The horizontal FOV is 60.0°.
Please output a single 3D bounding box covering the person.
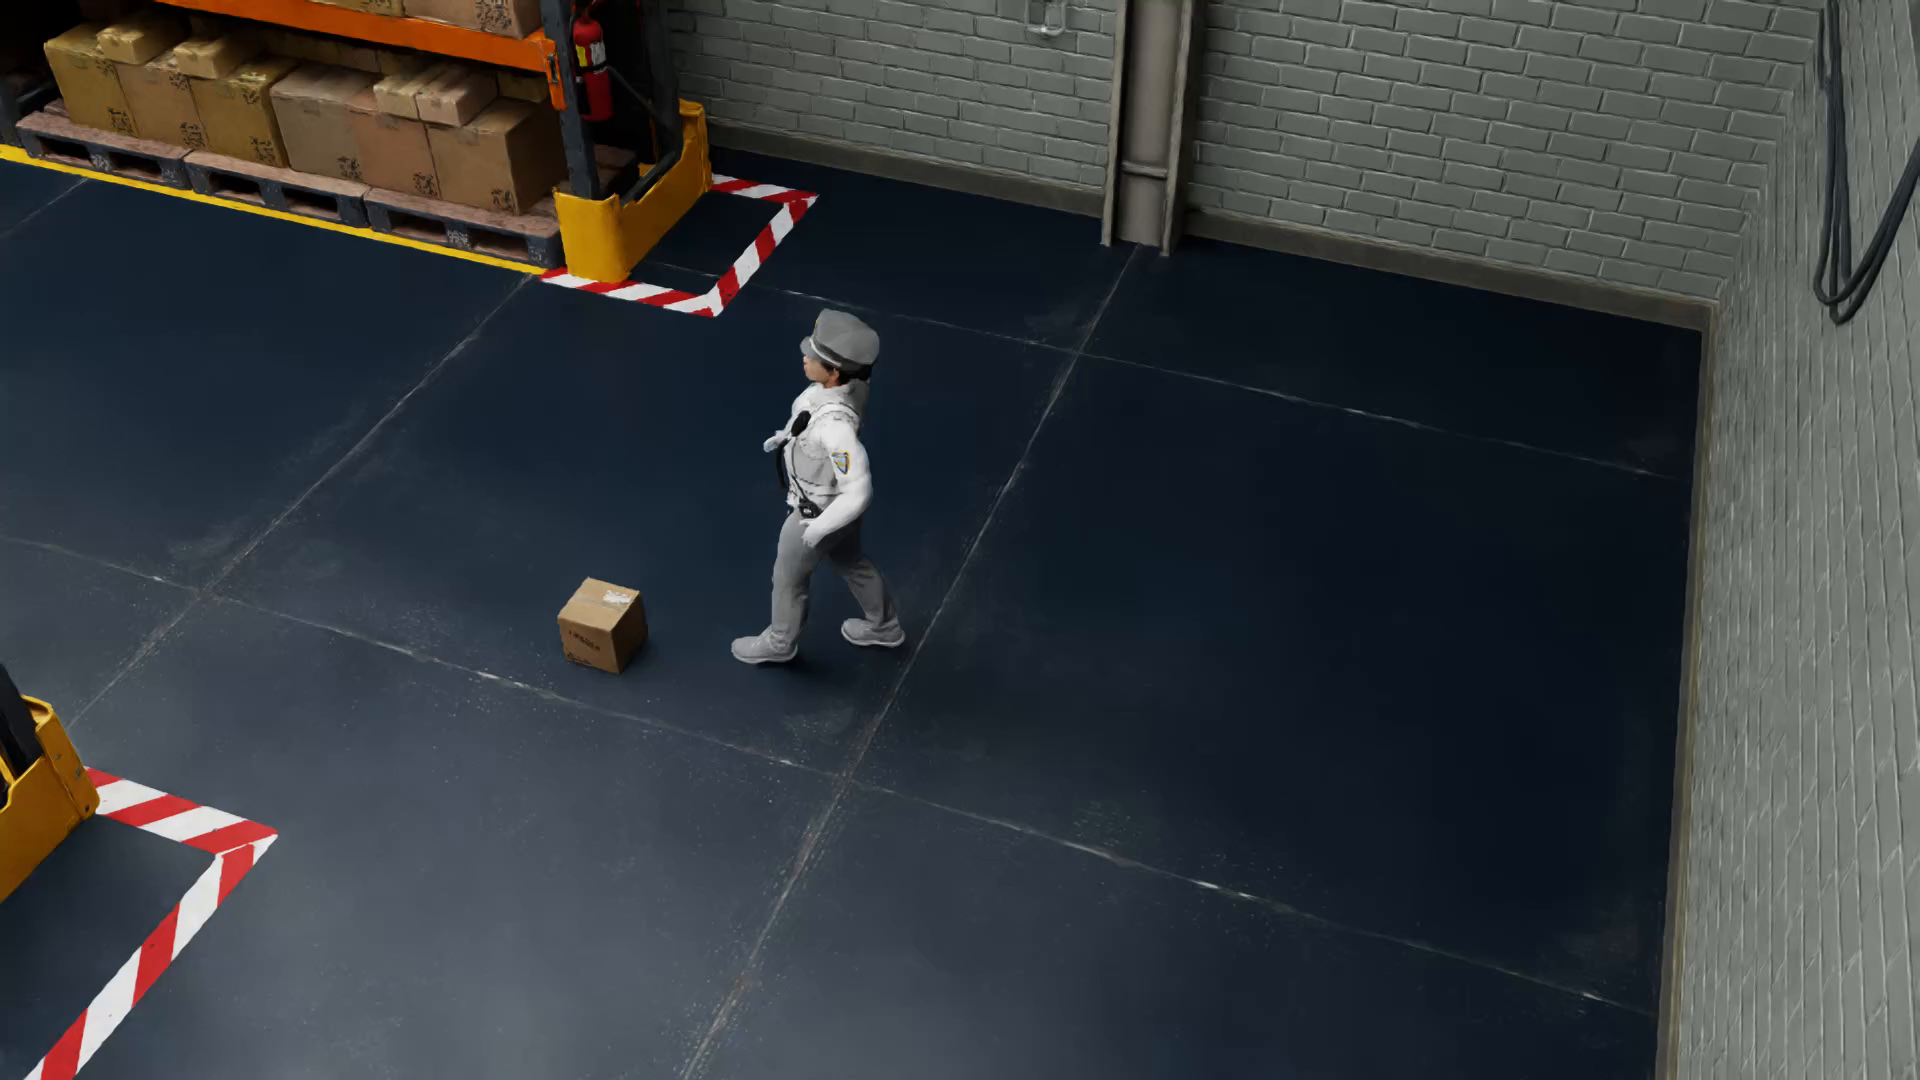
[{"bbox_3d":[-0.590,-0.156,6.302,0.710,1.691,0.661,6,42,6],"label":"person"}]
